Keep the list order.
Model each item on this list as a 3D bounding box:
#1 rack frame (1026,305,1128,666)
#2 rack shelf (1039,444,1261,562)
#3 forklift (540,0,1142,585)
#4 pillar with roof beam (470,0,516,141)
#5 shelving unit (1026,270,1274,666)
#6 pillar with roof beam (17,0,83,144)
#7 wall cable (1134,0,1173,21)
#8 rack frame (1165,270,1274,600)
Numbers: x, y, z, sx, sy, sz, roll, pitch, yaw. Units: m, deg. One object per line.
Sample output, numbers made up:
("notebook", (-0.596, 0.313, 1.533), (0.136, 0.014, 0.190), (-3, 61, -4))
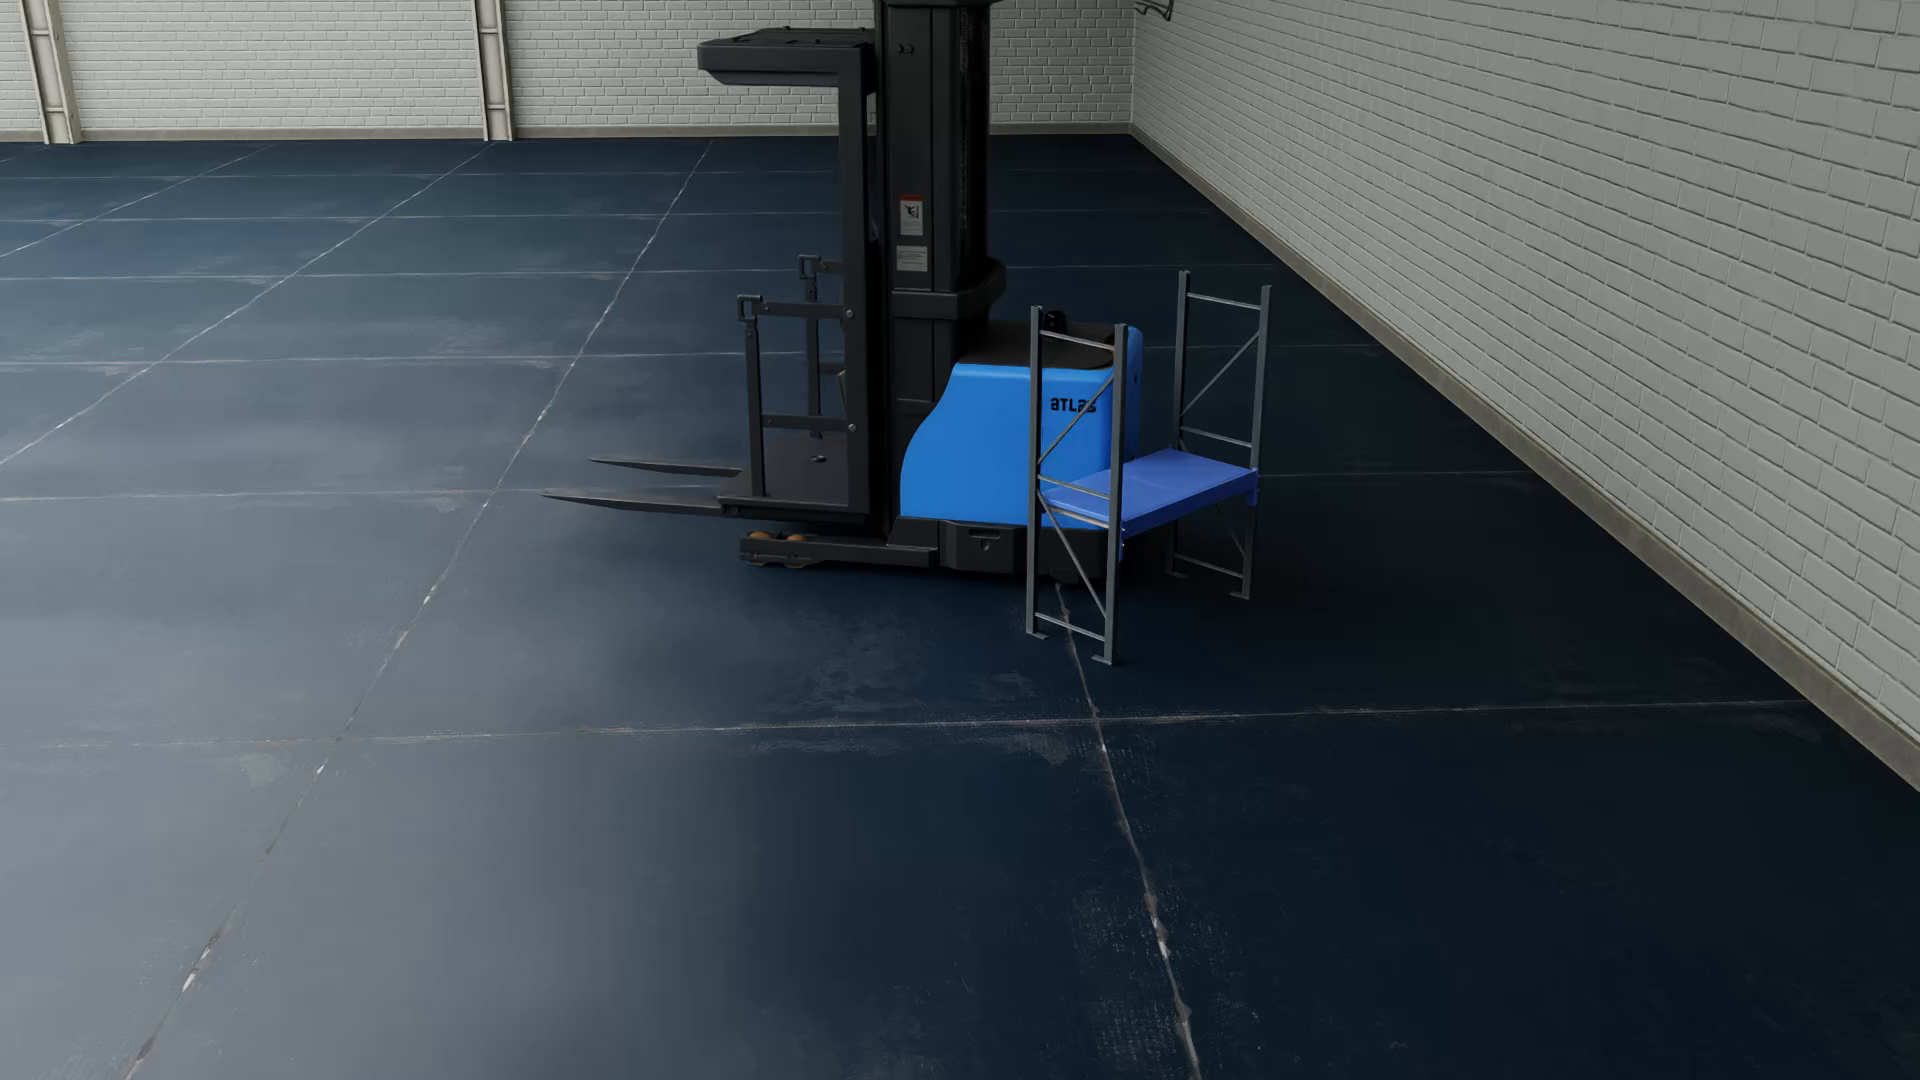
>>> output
("rack frame", (0.487, -0.222, 7.097), (0.500, 1.500, 0.032), (19, 28, 41))
("rack shelf", (0.843, -0.183, 7.500), (0.538, 0.185, 1.000), (19, 28, 41))
("forklift", (-0.629, -1.404, 8.189), (3.031, 2.935, 1.130), (4, 21, 11))
("pillar with roof beam", (-6.244, -8.337, 17.871), (0.400, 9.000, 9.100), (-1, 21, -3))
("shelving unit", (0.843, -0.351, 7.436), (0.538, 1.500, 1.048), (19, 28, 41))
("pillar with roof beam", (-12.234, -8.215, 17.551), (0.400, 9.000, 9.100), (-1, 21, -3))
("wall cable", (2.517, -8.127, 21.684), (0.112, 2.526, 3.097), (-1, 21, -3))
("rack frame", (1.199, -0.480, 7.775), (0.500, 1.500, 0.032), (19, 28, 41))
